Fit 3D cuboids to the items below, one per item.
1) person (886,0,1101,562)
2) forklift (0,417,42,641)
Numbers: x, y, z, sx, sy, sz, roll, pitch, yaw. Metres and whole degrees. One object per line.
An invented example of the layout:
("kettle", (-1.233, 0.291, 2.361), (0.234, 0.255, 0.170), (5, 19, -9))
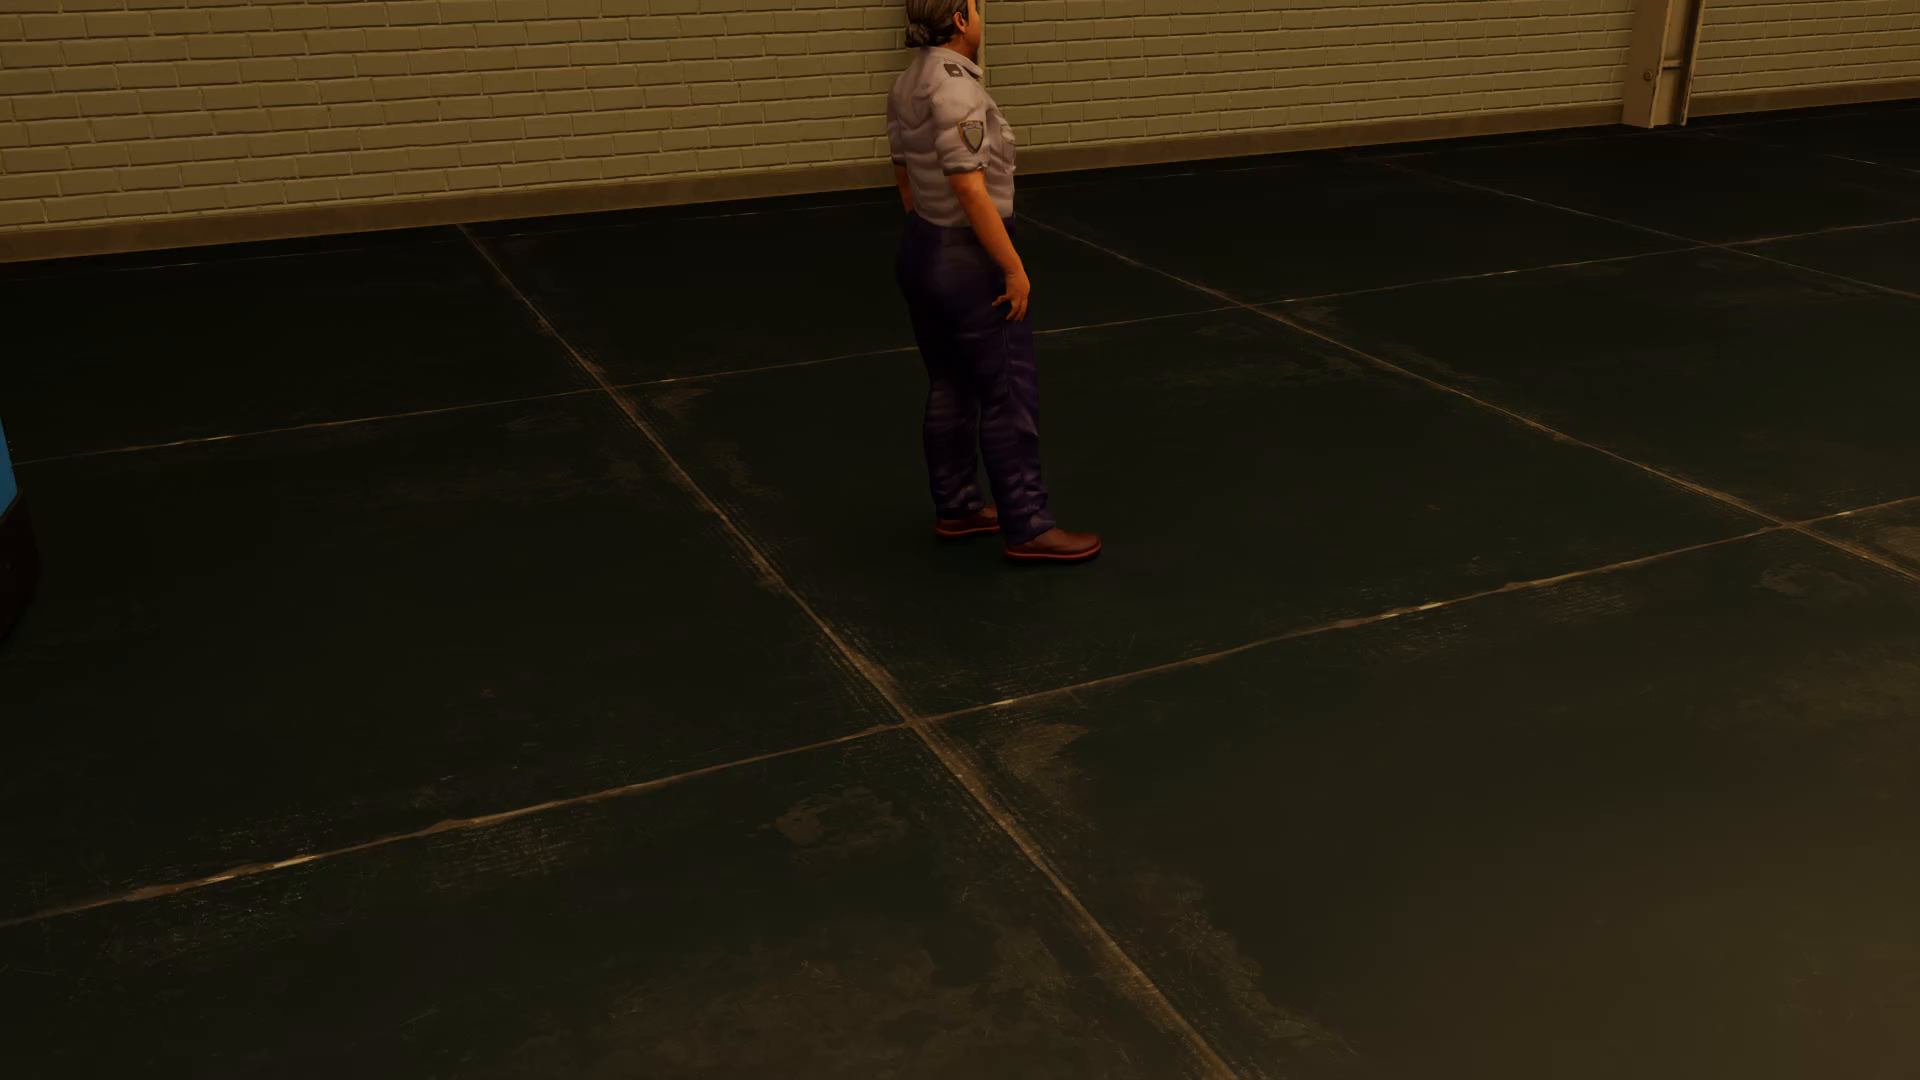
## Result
("person", (0.091, -0.775, 4.803), (0.503, 1.651, 0.598), (-10, 25, -23))
("forklift", (-3.946, -0.886, 3.420), (3.031, 2.935, 1.130), (-6, 23, -14))
